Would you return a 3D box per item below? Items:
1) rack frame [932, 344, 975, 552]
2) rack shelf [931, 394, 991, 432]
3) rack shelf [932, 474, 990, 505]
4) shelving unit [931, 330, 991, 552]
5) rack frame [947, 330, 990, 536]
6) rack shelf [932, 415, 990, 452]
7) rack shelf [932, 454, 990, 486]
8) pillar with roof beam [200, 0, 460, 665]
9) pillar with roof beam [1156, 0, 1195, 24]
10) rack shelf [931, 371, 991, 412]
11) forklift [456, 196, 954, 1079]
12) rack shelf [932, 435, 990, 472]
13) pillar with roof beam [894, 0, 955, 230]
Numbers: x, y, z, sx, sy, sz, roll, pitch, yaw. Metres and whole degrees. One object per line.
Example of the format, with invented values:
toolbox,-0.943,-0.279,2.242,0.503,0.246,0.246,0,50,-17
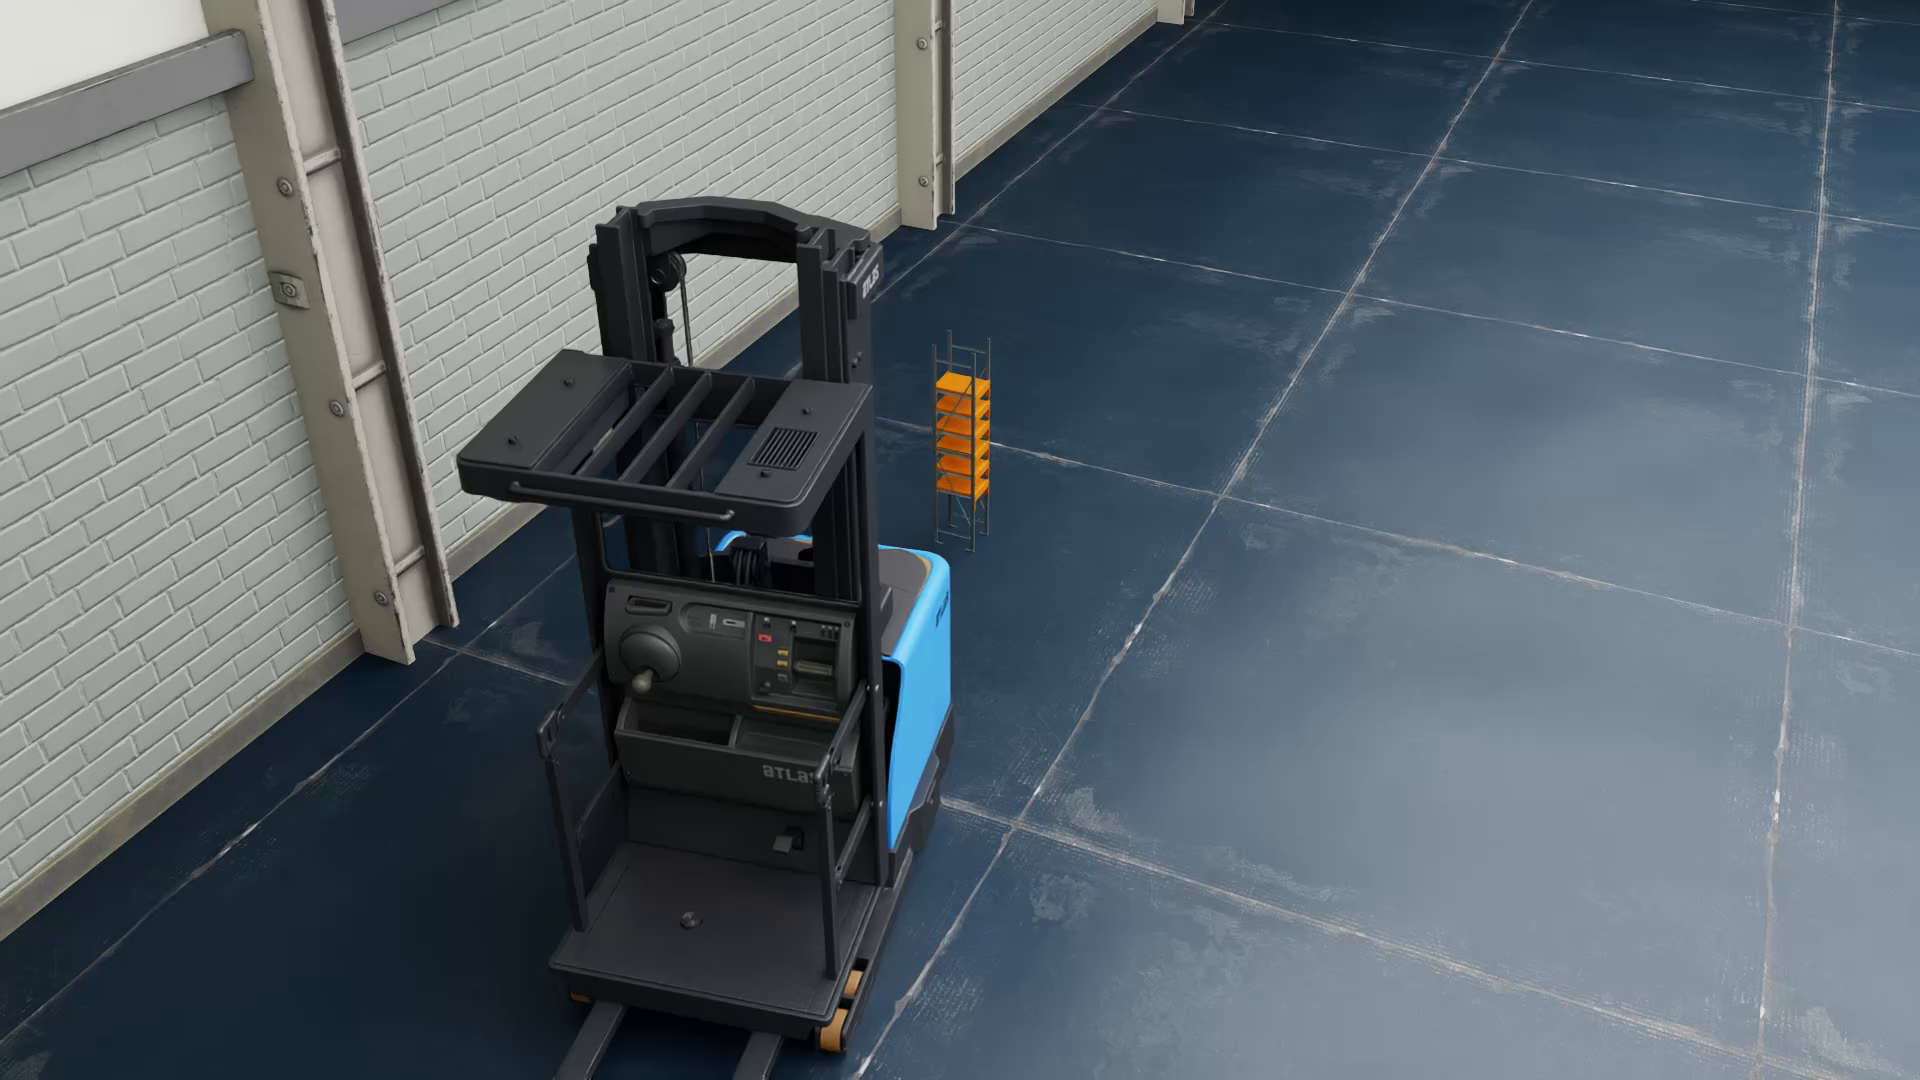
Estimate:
rack frame,-0.032,-0.463,8.731,0.240,1.200,0.006,14,36,20
rack shelf,0.006,-0.673,8.693,0.258,0.103,0.180,14,36,20
rack shelf,0.006,-0.271,8.956,0.258,0.103,0.180,14,36,20
shelving unit,0.006,-0.509,8.800,0.258,1.200,0.189,14,36,20
rack frame,0.044,-0.555,8.870,0.240,1.200,0.006,14,36,20
rack shelf,0.006,-0.572,8.759,0.258,0.103,0.180,14,36,20
rack shelf,0.006,-0.371,8.891,0.258,0.103,0.180,14,36,20
pillar with roof beam,1.140,-2.293,4.409,9.100,9.000,0.400,14,36,20
pillar with roof beam,6.161,-8.270,13.524,9.100,9.000,0.400,14,36,20
rack shelf,0.006,-0.773,8.627,0.258,0.103,0.180,14,36,20
forklift,-0.877,0.451,5.758,1.130,2.935,3.031,8,34,11
rack shelf,0.006,-0.472,8.825,0.258,0.103,0.180,14,36,20
pillar with roof beam,3.651,-5.282,8.967,9.100,9.000,0.400,14,36,20
